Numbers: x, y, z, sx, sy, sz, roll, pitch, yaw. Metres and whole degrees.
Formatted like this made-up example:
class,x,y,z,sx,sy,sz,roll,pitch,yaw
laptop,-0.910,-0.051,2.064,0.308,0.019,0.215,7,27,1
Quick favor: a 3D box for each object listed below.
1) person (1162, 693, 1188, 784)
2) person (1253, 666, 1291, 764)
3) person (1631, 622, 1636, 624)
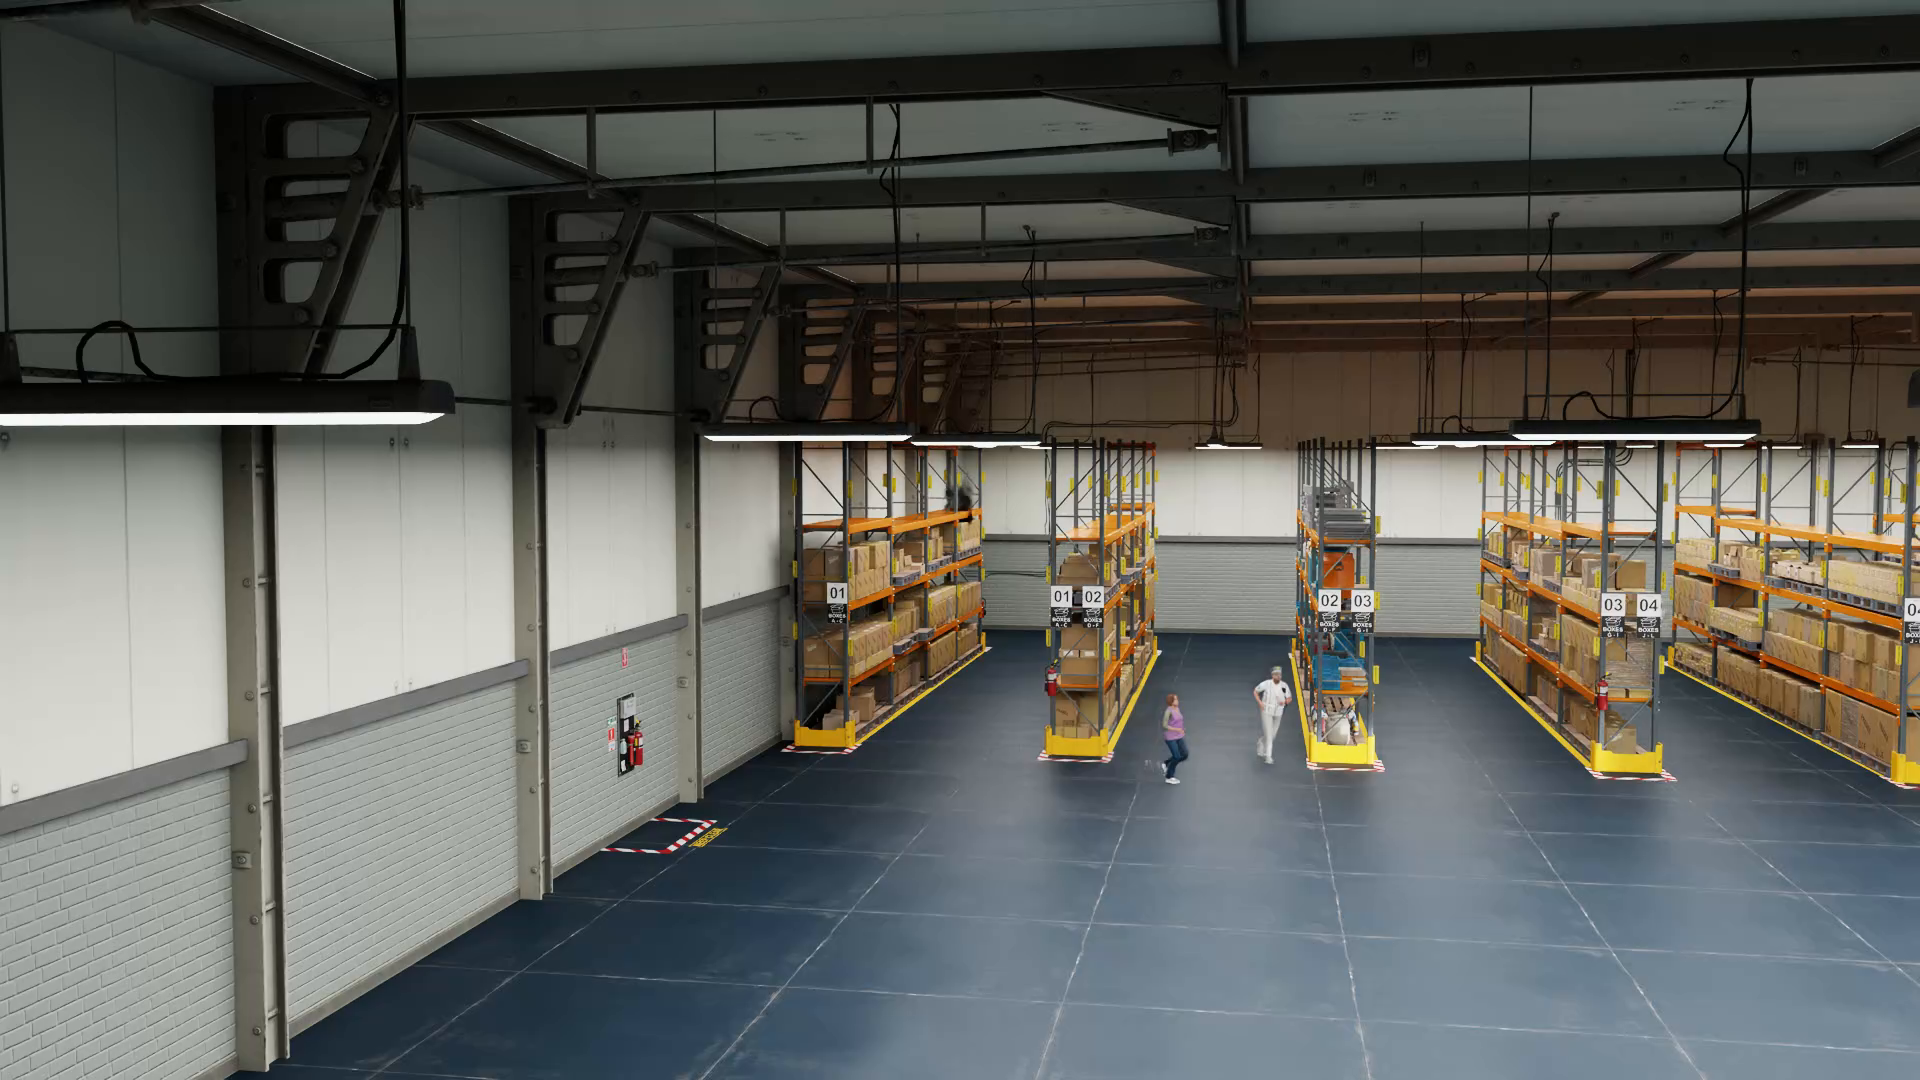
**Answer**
class,x,y,z,sx,sy,sz,roll,pitch,yaw
person,3.701,3.429,28.688,0.551,1.544,0.529,2,4,38
person,5.818,3.230,30.931,0.694,1.792,0.888,-1,3,-10
person,17.717,2.500,44.231,0.761,1.737,0.970,2,3,29
